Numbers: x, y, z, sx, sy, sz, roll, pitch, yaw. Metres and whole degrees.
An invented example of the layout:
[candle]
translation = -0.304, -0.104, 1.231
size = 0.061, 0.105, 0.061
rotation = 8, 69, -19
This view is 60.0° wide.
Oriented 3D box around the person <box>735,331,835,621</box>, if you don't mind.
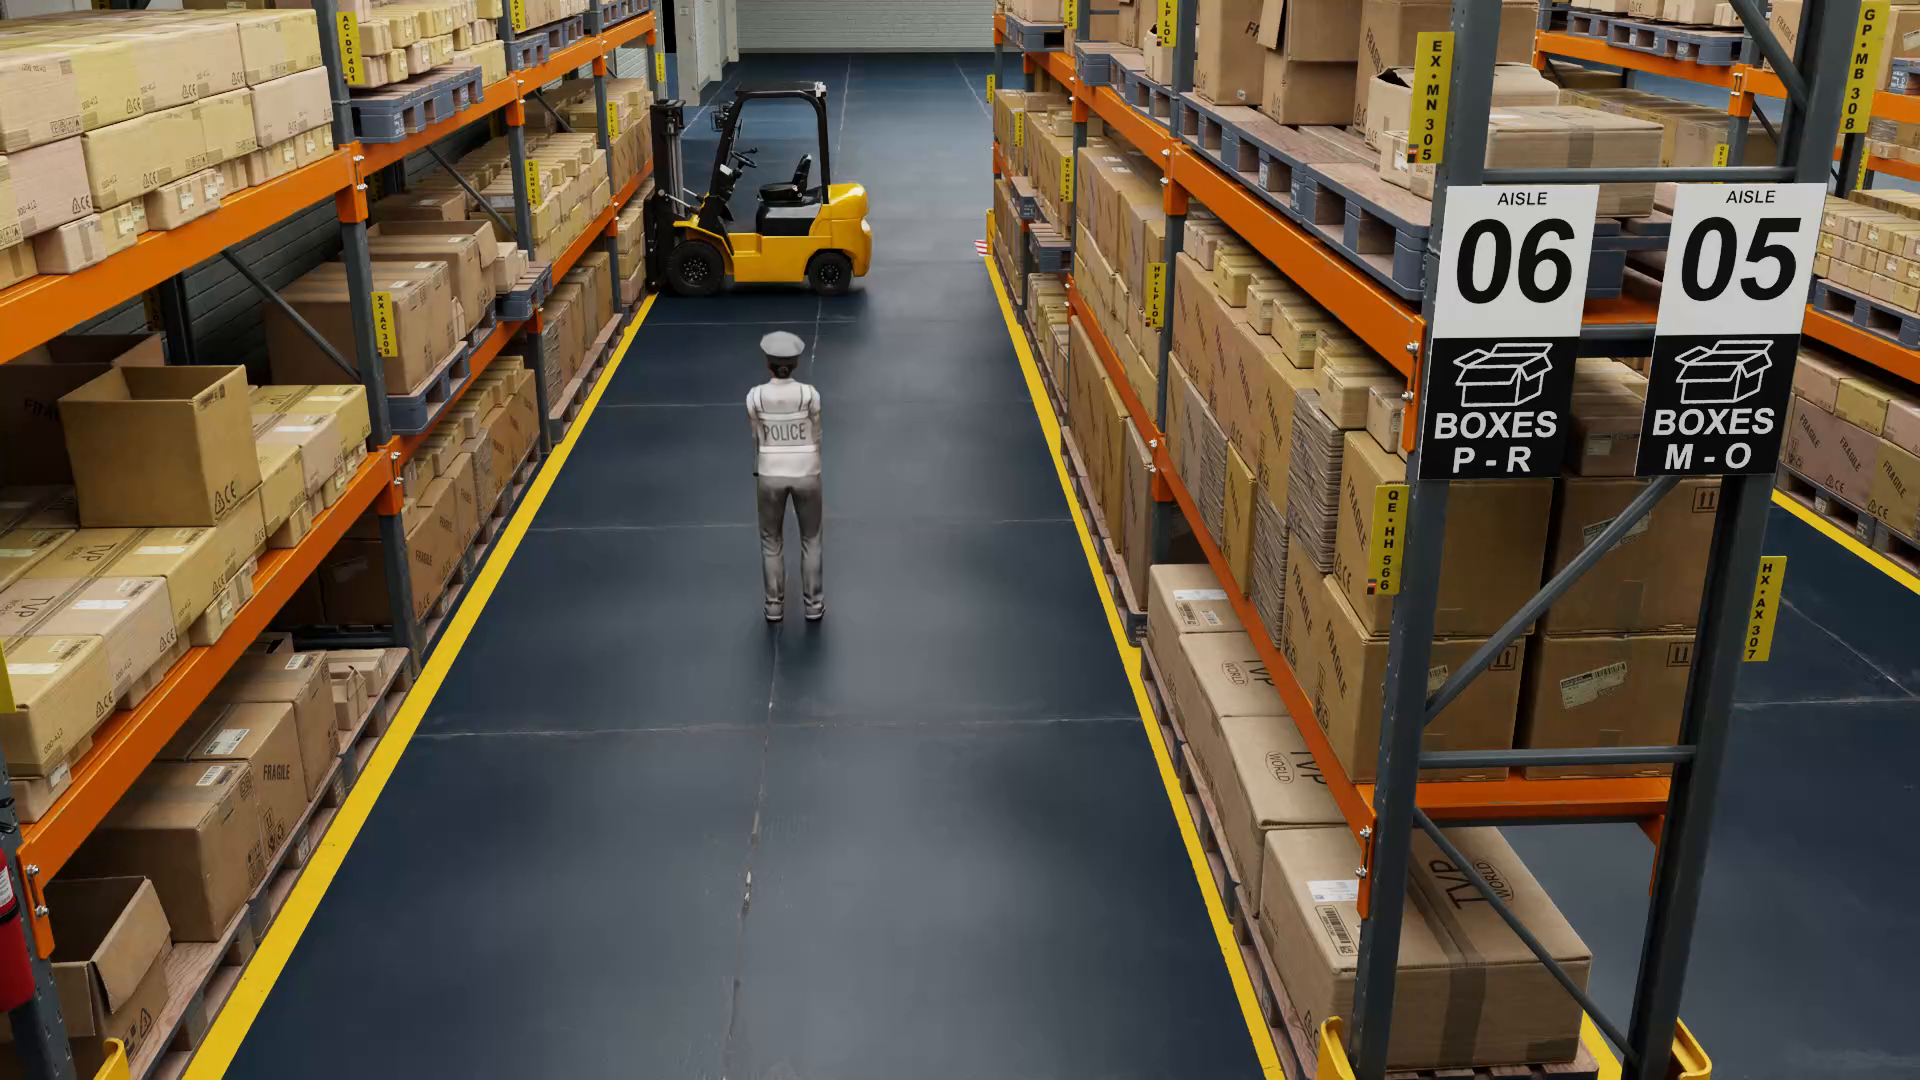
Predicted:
[person]
translation = -1.003, -0.341, 9.483
size = 0.546, 1.664, 0.375
rotation = -2, 21, -6
